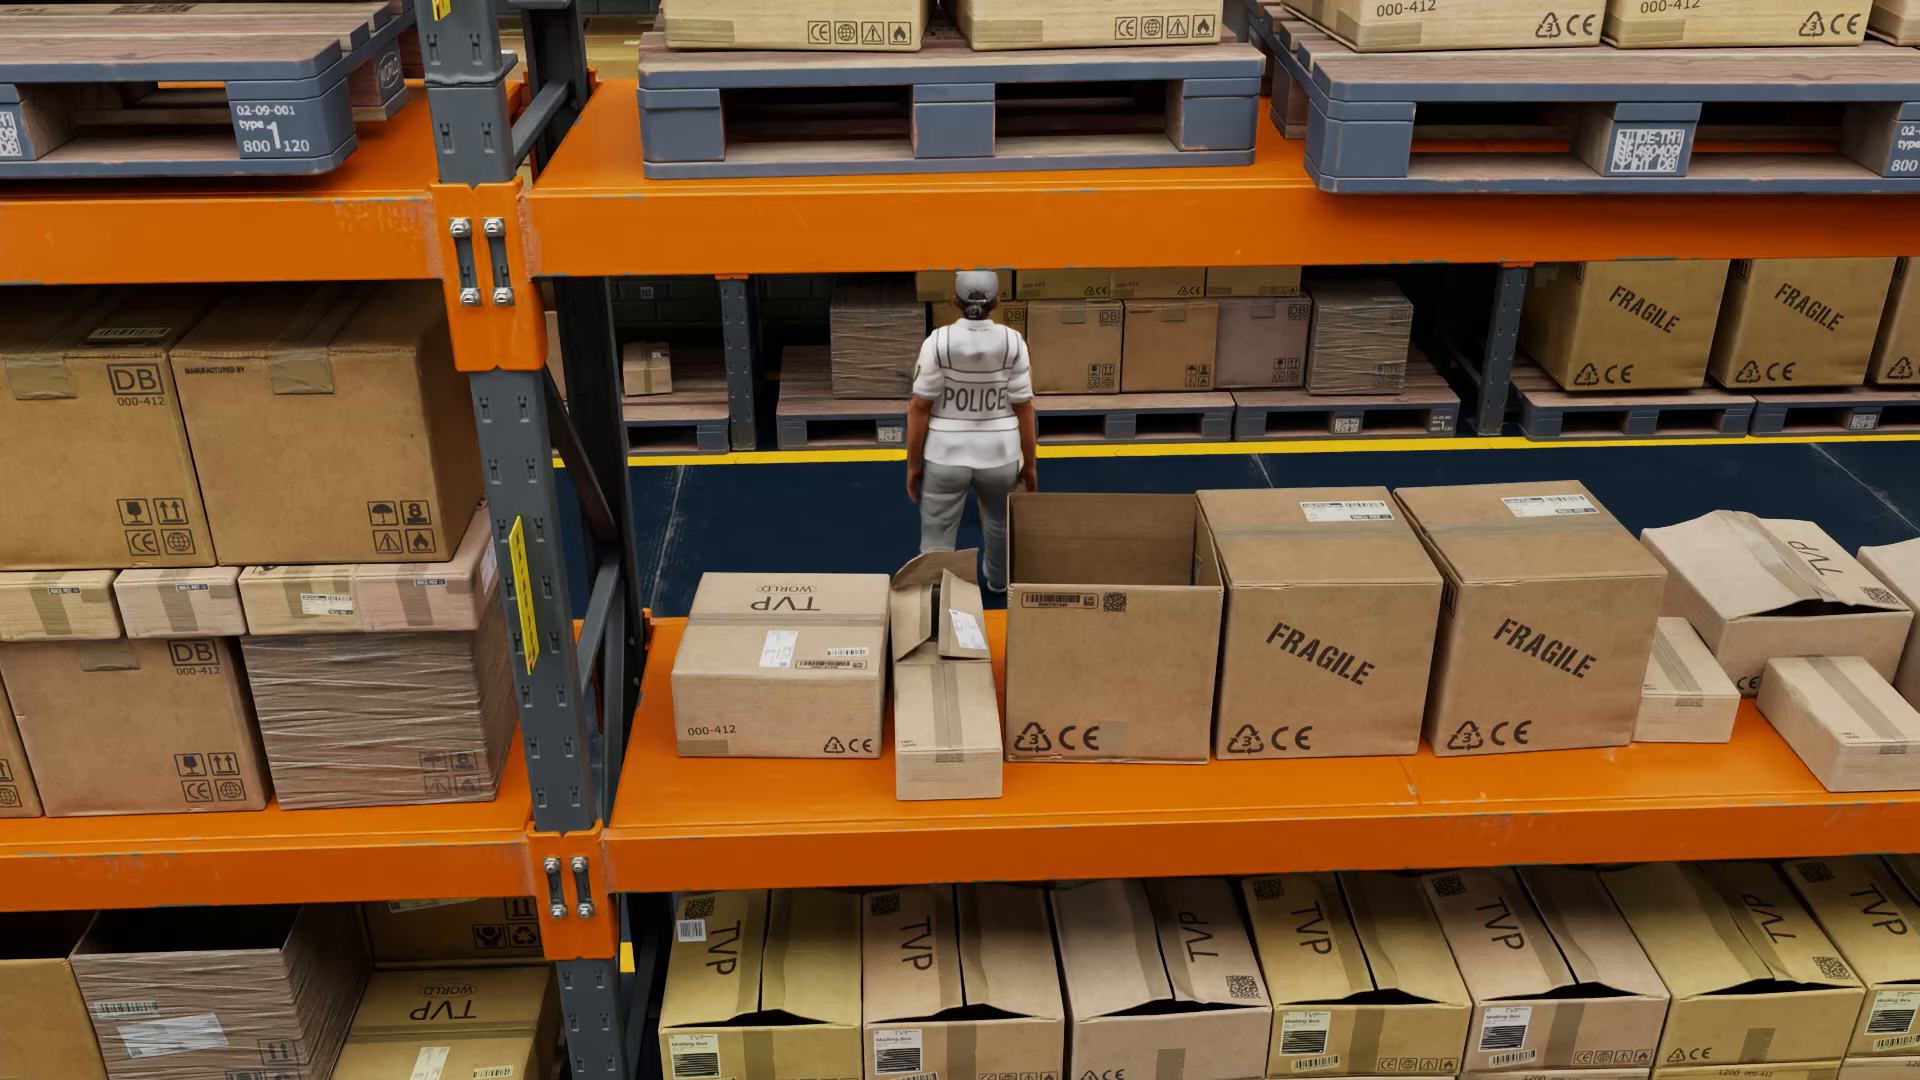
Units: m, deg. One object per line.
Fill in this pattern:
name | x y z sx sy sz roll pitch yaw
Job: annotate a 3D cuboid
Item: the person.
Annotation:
person | 0.037 -0.366 6.843 0.541 1.610 1.000 -3 28 -6
